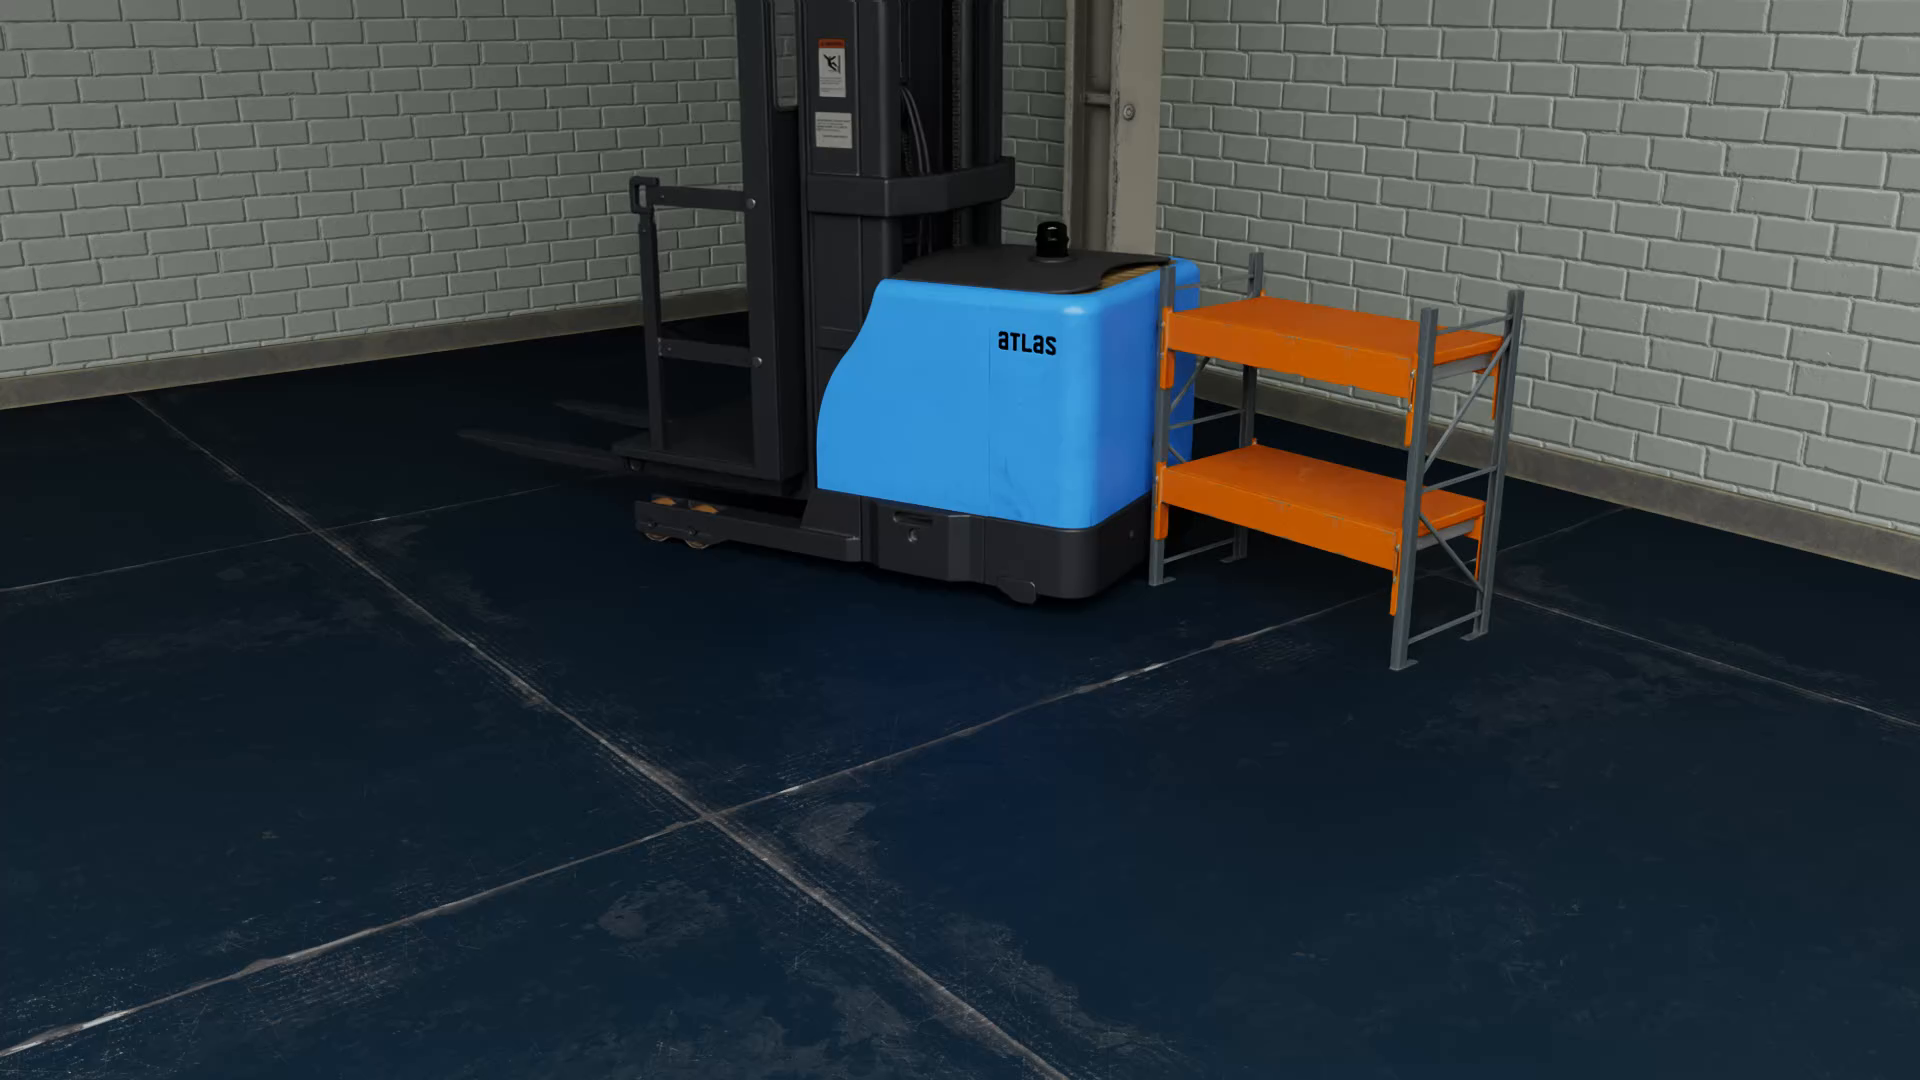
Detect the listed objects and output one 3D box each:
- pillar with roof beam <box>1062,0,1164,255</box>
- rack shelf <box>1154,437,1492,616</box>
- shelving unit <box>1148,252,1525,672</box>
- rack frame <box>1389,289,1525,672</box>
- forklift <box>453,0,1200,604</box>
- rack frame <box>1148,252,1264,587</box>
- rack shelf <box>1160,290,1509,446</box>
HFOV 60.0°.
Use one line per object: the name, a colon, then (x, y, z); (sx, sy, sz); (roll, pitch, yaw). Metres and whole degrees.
pillar with roof beam: (-2.600, -4.281, 4.977); (9.100, 9.000, 0.400); (-14, 23, -36)
rack shelf: (1.198, -0.070, 5.563); (0.538, 0.278, 1.000); (-15, 24, -38)
shelving unit: (1.198, -0.302, 5.486); (0.538, 1.125, 1.048); (-15, 24, -38)
rack frame: (1.530, -0.181, 5.121); (0.500, 1.125, 0.032); (-15, 24, -38)
forklift: (-0.656, -1.489, 6.198); (3.031, 2.935, 1.130); (10, 21, 27)
rack frame: (0.865, -0.423, 5.852); (0.500, 1.125, 0.032); (-15, 24, -38)
rack shelf: (1.198, -0.580, 5.394); (0.538, 0.278, 1.000); (-15, 24, -38)
